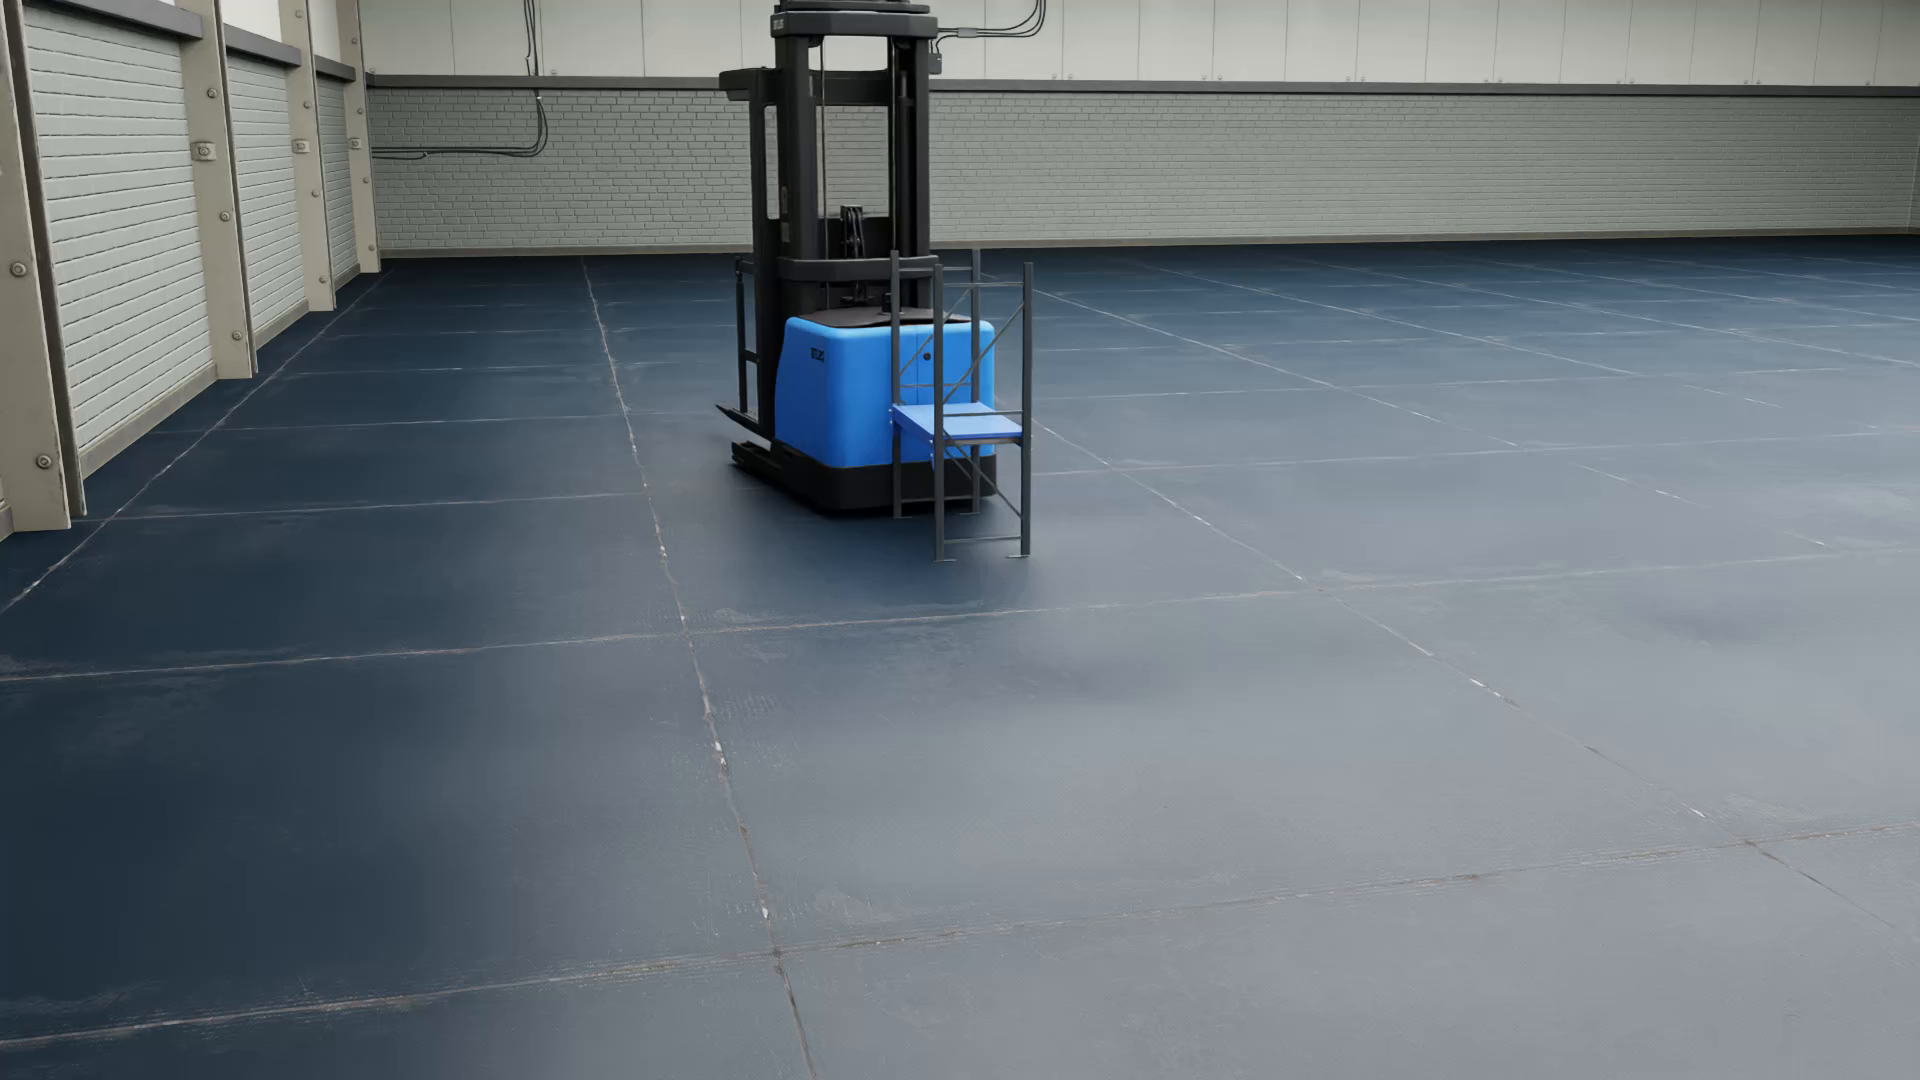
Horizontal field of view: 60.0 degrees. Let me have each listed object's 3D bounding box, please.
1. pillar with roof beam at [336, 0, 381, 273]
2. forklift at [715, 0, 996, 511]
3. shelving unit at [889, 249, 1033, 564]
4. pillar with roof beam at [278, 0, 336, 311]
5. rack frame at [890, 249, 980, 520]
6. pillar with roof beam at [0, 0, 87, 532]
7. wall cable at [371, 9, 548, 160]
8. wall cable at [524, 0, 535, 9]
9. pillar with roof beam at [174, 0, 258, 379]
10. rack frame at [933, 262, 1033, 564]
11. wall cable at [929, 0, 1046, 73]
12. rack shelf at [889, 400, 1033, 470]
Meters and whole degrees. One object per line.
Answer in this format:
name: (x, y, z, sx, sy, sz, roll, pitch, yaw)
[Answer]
pillar with roof beam: (-5.160, -8.862, 26.240, 9.100, 9.000, 0.400, -3, 14, -13)
forklift: (-0.845, -1.894, 10.505, 1.130, 2.935, 3.031, -6, 15, -23)
shelving unit: (-0.010, -0.744, 8.813, 0.538, 1.500, 1.048, -3, 14, -14)
pillar with roof beam: (-3.750, -7.478, 20.574, 9.100, 9.000, 0.400, -3, 14, -13)
rack frame: (-0.135, -0.861, 9.291, 0.500, 1.500, 0.032, -3, 14, -14)
pillar with roof beam: (-0.932, -4.710, 9.243, 9.100, 9.000, 0.400, -3, 14, -13)
wall cable: (-8.751, -7.867, 28.709, 3.097, 2.526, 0.112, -3, 14, -13)
wall cable: (-6.121, -10.471, 28.727, 3.097, 2.526, 0.112, -3, 14, -13)
pillar with roof beam: (-2.341, -6.094, 14.908, 9.100, 9.000, 0.400, -3, 14, -13)
rack frame: (0.115, -0.627, 8.334, 0.500, 1.500, 0.032, -3, 14, -14)
wall cable: (0.481, -11.553, 30.088, 2.305, 6.003, 0.169, -3, 14, -13)
rack shelf: (-0.010, -0.569, 8.855, 0.538, 0.185, 1.000, -3, 14, -14)
